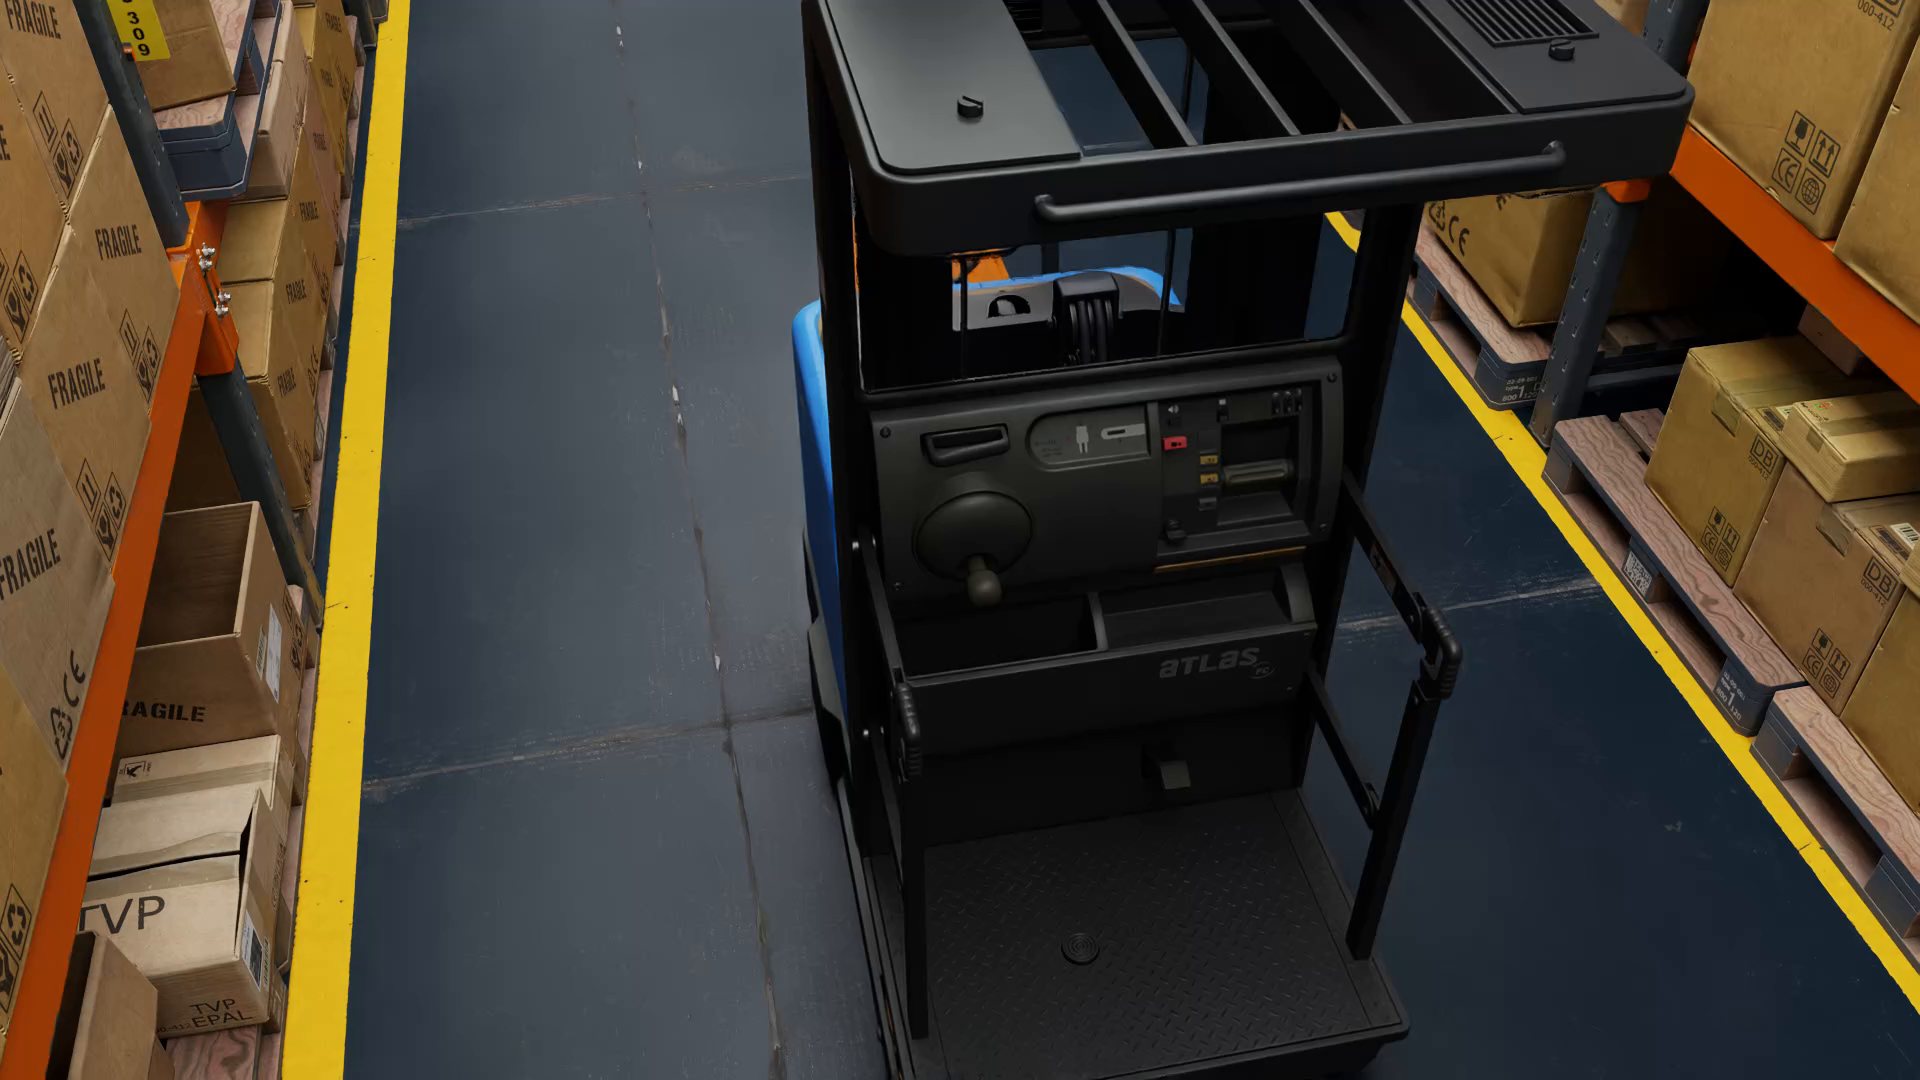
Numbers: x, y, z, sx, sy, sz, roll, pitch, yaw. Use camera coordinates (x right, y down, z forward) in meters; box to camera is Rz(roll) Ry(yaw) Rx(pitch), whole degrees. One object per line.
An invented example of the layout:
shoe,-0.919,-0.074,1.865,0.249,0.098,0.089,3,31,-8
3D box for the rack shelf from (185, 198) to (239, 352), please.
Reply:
rack shelf,-2.830,-1.848,5.615,1.077,0.370,4.000,-8,42,-9

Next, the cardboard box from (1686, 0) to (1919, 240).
cardboard box,2.539,-1.291,4.219,0.980,0.700,0.700,-8,42,-9

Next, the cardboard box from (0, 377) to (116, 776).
cardboard box,-1.814,0.095,2.808,0.500,0.500,0.500,-7,42,-8

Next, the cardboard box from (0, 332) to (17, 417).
cardboard box,-1.814,-0.283,2.481,0.500,0.500,0.500,-8,42,-9

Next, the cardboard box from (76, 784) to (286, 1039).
cardboard box,-1.836,0.835,3.744,0.500,0.311,0.500,-8,42,-9

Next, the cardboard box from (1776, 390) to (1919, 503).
cardboard box,2.395,-0.250,4.351,0.380,0.149,0.250,-7,42,-8

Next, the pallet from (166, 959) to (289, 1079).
pallet,-1.984,1.460,3.447,1.003,0.211,1.213,-8,42,-9

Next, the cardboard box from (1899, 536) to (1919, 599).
cardboard box,2.508,0.088,3.970,0.380,0.149,0.250,-9,42,-11

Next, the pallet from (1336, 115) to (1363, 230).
pallet,1.931,-1.772,7.087,1.003,0.211,1.213,-8,42,-9

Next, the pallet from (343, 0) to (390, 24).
pallet,-3.401,-2.910,8.369,1.003,0.211,1.213,-8,42,-9

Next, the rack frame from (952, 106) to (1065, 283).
rack frame,0.019,-0.503,4.687,0.500,1.500,0.032,-8,42,-9

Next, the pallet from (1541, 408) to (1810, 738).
pallet,2.526,0.014,5.076,1.003,0.211,1.213,-8,42,-9

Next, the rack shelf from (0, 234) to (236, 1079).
rack shelf,-1.966,0.744,2.694,1.077,0.370,4.000,-8,42,-9

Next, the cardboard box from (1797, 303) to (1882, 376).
cardboard box,2.662,-0.621,4.768,0.380,0.149,0.250,-9,42,-10

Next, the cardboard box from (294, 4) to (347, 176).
cardboard box,-2.719,-1.735,6.497,0.500,0.500,0.500,-10,43,-11

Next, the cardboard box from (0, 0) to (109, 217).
cardboard box,-2.036,-0.942,3.223,0.500,0.500,0.500,-8,42,-9

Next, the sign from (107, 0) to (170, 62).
sign,-1.870,-1.228,3.721,0.100,0.325,0.005,-8,42,-9

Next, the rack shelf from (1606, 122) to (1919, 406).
rack shelf,2.870,0.032,3.496,1.077,0.370,4.000,-8,42,-9

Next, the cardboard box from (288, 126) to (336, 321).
cardboard box,-2.491,-1.068,5.746,0.500,0.500,0.500,-8,42,-9

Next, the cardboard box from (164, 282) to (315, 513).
cardboard box,-2.265,-0.399,4.992,0.500,0.500,0.500,-10,43,-11

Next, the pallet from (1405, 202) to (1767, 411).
pallet,2.198,-0.980,6.195,1.003,0.211,1.213,-8,42,-9

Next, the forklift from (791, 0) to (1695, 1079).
forklift,0.342,-0.026,3.072,1.130,2.935,3.031,-8,42,-9

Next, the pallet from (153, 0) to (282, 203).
pallet,-2.464,-1.283,4.580,1.003,0.211,1.213,-8,42,-9

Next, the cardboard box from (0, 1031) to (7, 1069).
cardboard box,-1.595,0.750,2.071,0.500,0.500,0.500,-8,42,-9

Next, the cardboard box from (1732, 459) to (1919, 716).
cardboard box,2.604,0.070,4.478,0.700,0.500,0.500,-9,42,-10

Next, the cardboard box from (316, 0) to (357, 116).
cardboard box,-2.830,-2.071,6.875,0.500,0.500,0.500,-7,42,-8

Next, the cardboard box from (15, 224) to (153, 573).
cardboard box,-1.927,-0.237,3.182,0.500,0.500,0.500,-7,42,-8

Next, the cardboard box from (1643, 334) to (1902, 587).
cardboard box,2.499,-0.256,4.846,0.700,0.500,0.500,-8,42,-9

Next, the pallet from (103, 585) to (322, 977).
pallet,-2.251,0.667,4.340,1.003,0.211,1.213,-8,42,-9

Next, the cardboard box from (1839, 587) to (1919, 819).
cardboard box,2.713,0.403,4.103,0.700,0.500,0.500,-7,42,-8

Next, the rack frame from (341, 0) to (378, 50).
rack frame,-3.262,-3.414,6.836,1.000,3.000,0.127,-8,42,-9

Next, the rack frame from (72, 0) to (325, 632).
rack frame,-2.398,-0.821,3.915,1.000,3.000,0.127,-8,42,-9

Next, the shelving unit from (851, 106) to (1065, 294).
shelving unit,-0.080,-0.828,5.053,0.587,1.500,1.083,-8,42,-9

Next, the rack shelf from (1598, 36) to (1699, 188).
rack shelf,2.006,-2.561,6.417,1.077,0.370,4.000,-8,42,-9

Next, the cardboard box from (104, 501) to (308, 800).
cardboard box,-1.998,0.278,4.229,0.500,0.500,0.500,-8,42,-9

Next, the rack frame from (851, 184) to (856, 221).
rack frame,-0.183,-1.165,5.432,0.500,1.500,0.032,-8,42,-9

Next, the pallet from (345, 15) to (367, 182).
pallet,-3.137,-1.882,7.211,1.003,0.211,1.213,-8,42,-9

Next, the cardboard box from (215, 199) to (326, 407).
cardboard box,-2.391,-0.743,5.379,0.500,0.500,0.500,-8,42,-9

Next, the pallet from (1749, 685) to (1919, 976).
pallet,2.792,0.806,4.183,1.003,0.211,1.213,-8,42,-9

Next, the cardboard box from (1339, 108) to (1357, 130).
cardboard box,1.976,-1.865,6.394,0.750,0.750,0.750,-7,42,-8

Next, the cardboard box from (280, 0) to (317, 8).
cardboard box,-2.814,-2.316,6.586,0.500,0.250,0.500,-7,42,-8

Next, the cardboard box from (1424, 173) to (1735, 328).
cardboard box,2.171,-1.289,5.746,0.750,0.750,0.750,-8,42,-9

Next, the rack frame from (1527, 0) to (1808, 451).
rack frame,2.438,-1.533,4.718,1.000,3.000,0.127,-8,42,-9

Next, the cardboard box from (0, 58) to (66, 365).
cardboard box,-1.923,-0.610,2.849,0.500,0.500,0.500,-9,42,-10

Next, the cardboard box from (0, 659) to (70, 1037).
cardboard box,-1.701,0.425,2.436,0.500,0.500,0.500,-8,42,-9

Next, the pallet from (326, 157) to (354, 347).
pallet,-2.877,-1.092,6.322,1.003,0.211,1.213,-8,42,-9

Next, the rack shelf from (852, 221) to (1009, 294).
rack shelf,-0.082,-0.699,5.179,0.538,0.185,1.000,-8,42,-9

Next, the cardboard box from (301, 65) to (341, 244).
cardboard box,-2.600,-1.396,6.115,0.500,0.500,0.500,-10,43,-11

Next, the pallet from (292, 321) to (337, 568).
pallet,-2.611,-0.300,5.429,1.003,0.211,1.213,-8,42,-9

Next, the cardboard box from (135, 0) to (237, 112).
cardboard box,-2.282,-1.355,4.125,0.700,0.500,0.500,-23,46,-23

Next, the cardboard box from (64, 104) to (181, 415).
cardboard box,-2.040,-0.571,3.559,0.500,0.500,0.500,-8,42,-9

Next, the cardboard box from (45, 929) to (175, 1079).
cardboard box,-1.988,1.165,3.227,0.797,0.503,0.637,-8,42,-9

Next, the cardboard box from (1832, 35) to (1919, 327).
cardboard box,2.691,-0.818,3.685,0.980,0.700,0.700,-9,42,-10

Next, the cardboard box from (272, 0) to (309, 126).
cardboard box,-2.589,-1.653,5.839,0.500,0.250,0.500,-9,42,-10

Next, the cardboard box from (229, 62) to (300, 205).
cardboard box,-2.480,-1.328,5.473,0.500,0.250,0.500,-8,42,-9

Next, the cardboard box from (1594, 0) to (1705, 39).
cardboard box,2.089,-1.625,4.996,0.380,0.149,0.250,-8,42,-9

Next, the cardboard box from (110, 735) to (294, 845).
cardboard box,-1.859,0.644,4.081,0.380,0.149,0.250,-8,42,-9
